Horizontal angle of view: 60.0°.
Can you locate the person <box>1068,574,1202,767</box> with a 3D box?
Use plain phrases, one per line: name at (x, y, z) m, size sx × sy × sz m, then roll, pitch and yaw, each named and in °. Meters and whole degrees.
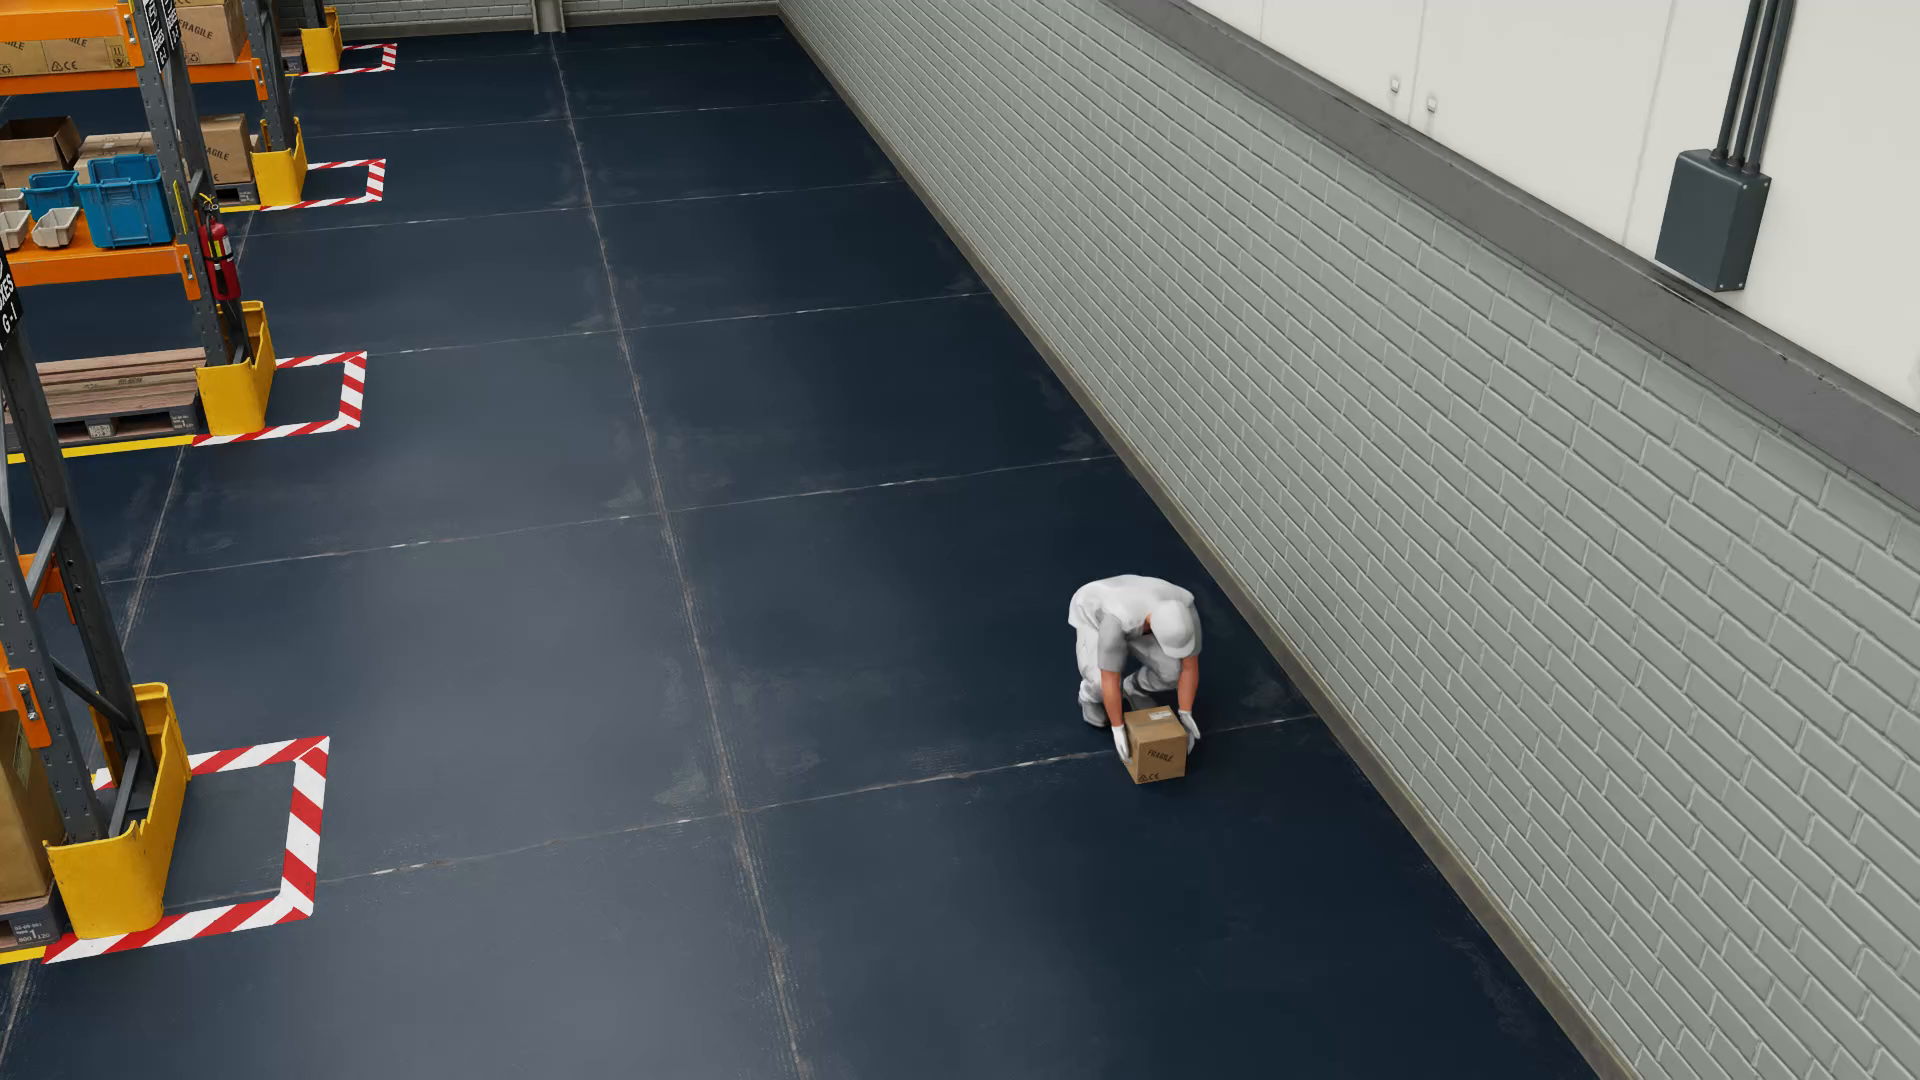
person at (0.864, 0.531, 8.173) m, size 0.571 × 0.920 × 0.886 m, roll -8°, pitch 31°, yaw -13°
